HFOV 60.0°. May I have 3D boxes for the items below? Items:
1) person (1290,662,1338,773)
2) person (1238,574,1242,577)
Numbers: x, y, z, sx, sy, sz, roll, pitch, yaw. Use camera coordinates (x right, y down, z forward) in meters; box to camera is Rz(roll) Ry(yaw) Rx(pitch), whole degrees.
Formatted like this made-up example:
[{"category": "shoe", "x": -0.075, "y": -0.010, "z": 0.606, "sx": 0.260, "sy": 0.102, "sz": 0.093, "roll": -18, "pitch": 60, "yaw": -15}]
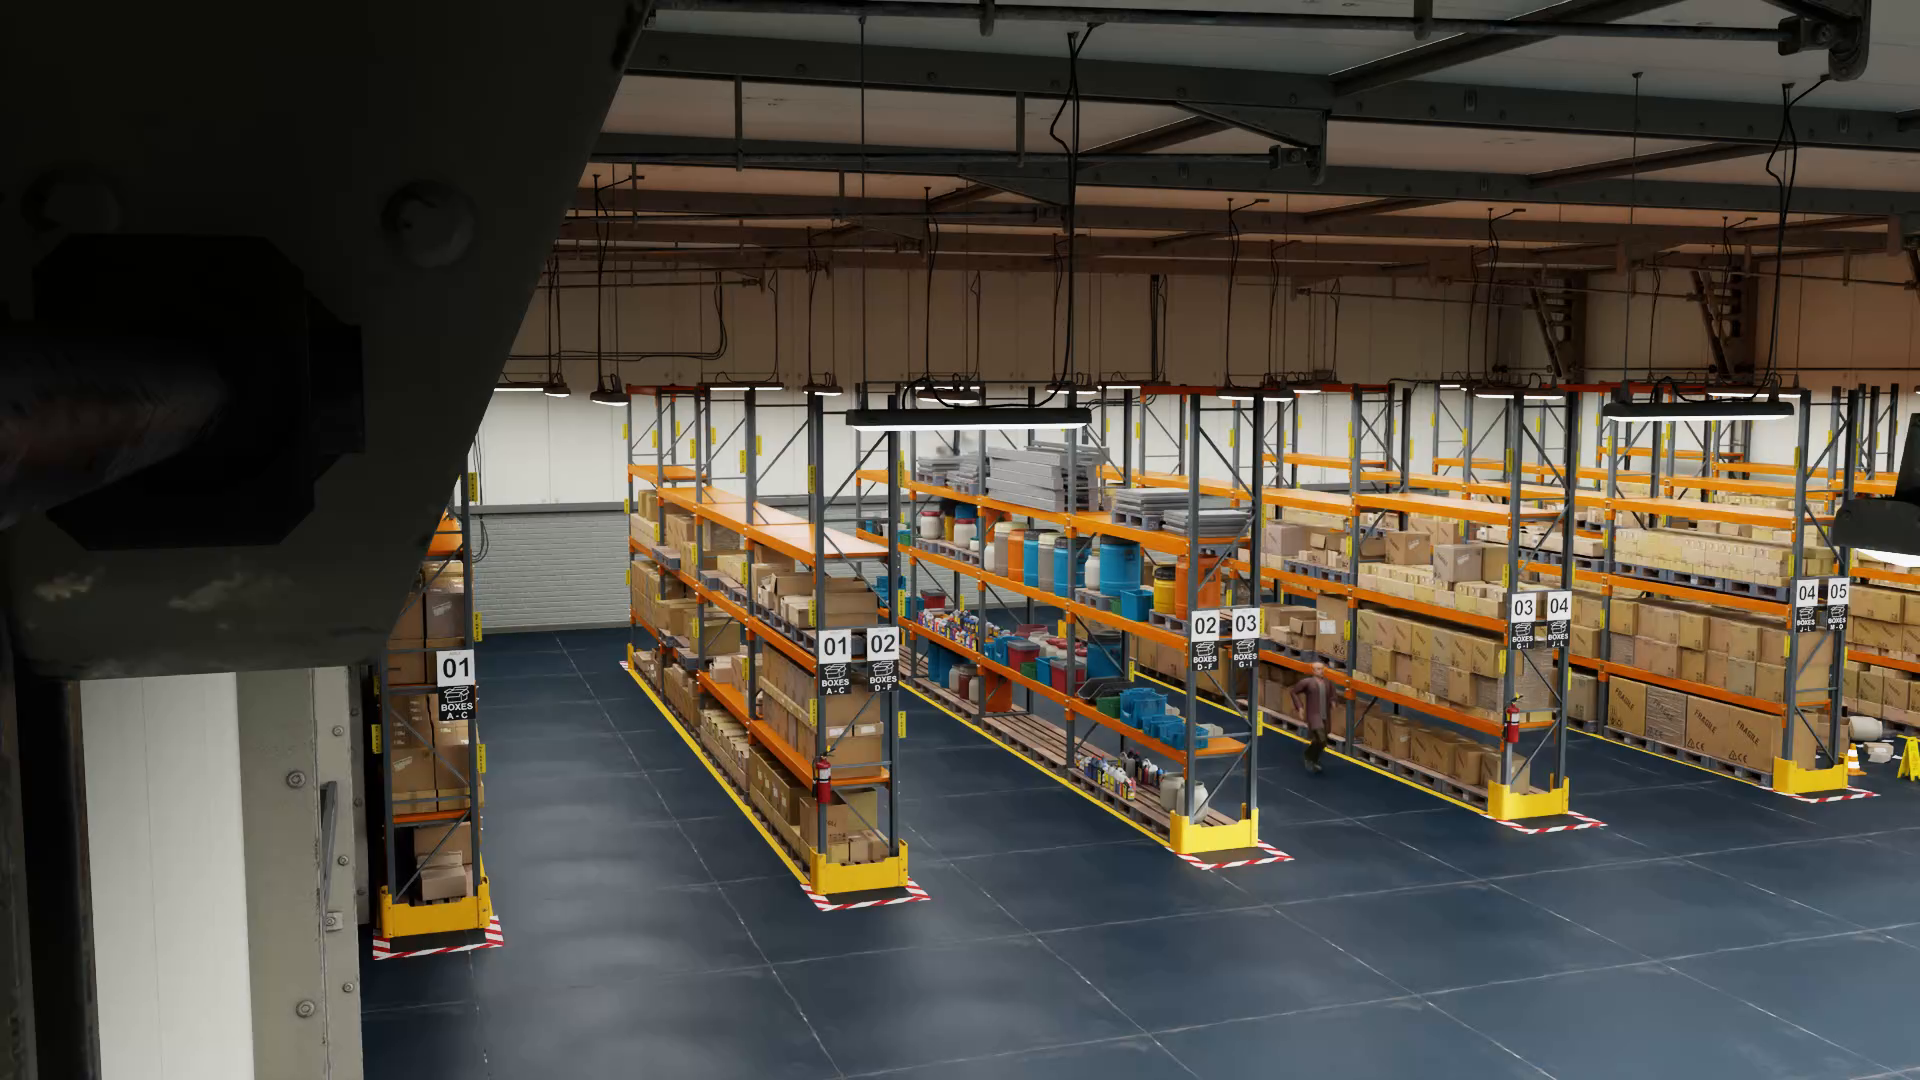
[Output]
[{"category": "person", "x": 5.600, "y": 2.775, "z": 25.923, "sx": 0.691, "sy": 1.740, "sz": 0.692, "roll": -2, "pitch": 6, "yaw": -22}, {"category": "person", "x": 6.335, "y": 1.566, "z": 38.281, "sx": 0.602, "sy": 1.635, "sz": 0.847, "roll": -1, "pitch": 6, "yaw": -11}]
